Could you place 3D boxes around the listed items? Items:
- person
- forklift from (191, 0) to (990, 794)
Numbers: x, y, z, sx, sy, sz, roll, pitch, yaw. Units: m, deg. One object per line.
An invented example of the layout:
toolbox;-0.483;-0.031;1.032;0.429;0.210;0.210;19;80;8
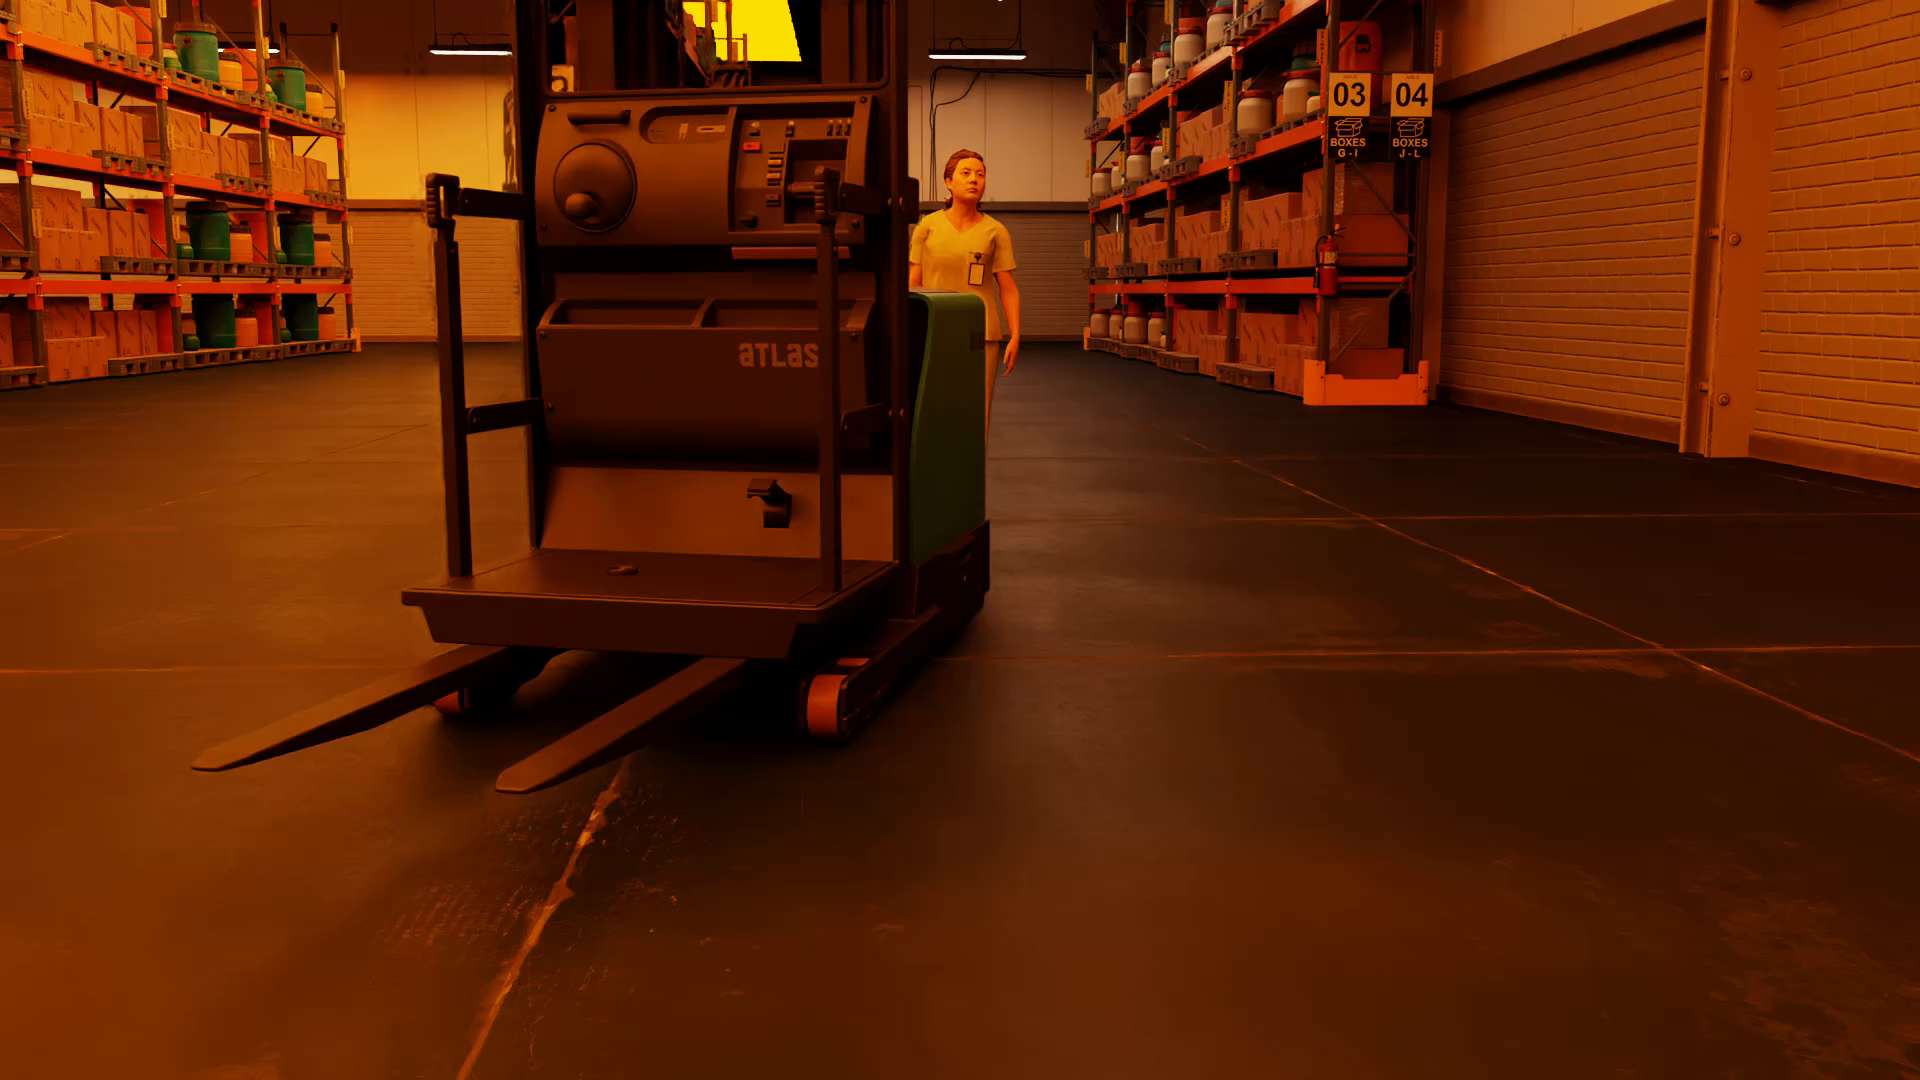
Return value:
person;-0.009;-0.825;7.113;0.550;1.675;0.549;-1;8;-4
forklift;-0.733;-1.023;4.223;1.130;2.935;3.031;2;9;13
